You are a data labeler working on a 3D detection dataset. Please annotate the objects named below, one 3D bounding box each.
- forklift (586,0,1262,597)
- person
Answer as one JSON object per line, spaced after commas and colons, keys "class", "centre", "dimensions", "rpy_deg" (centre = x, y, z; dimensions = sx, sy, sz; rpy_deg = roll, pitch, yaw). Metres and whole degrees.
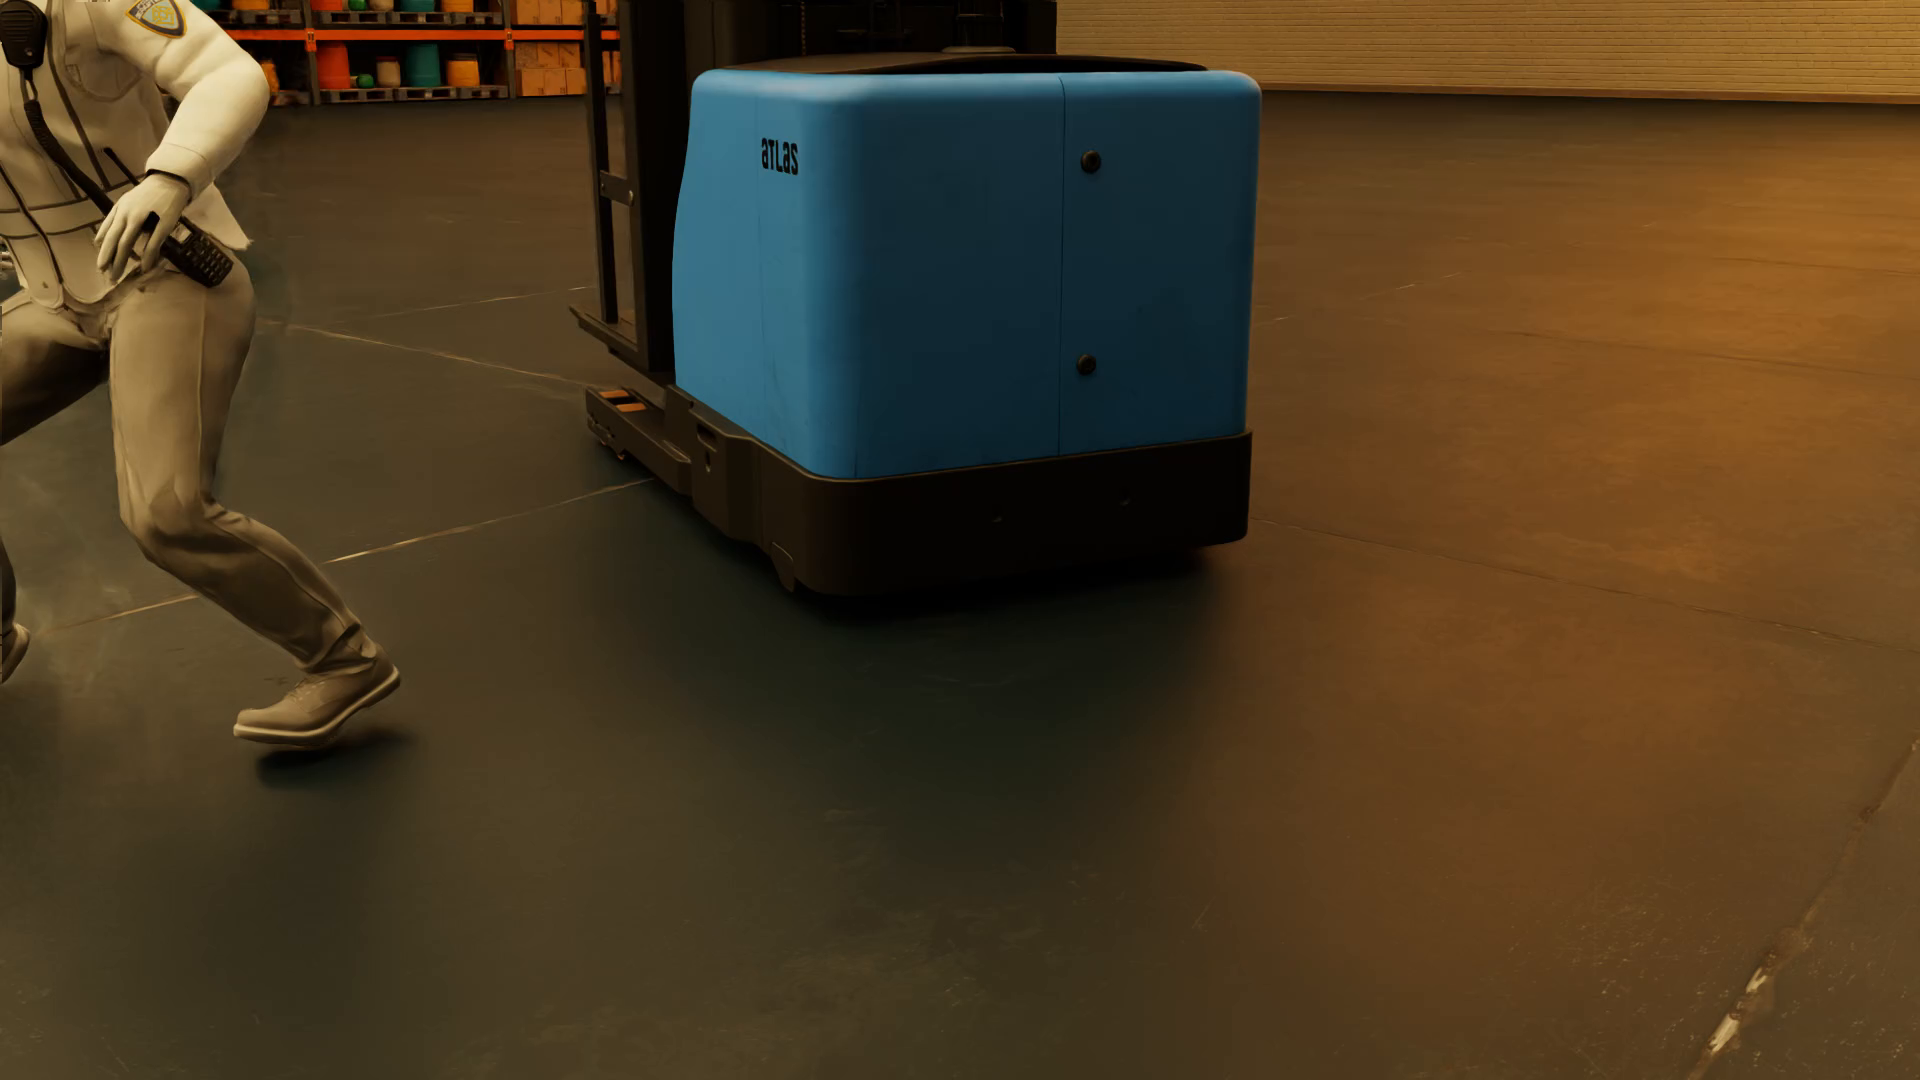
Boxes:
{"class": "forklift", "centre": [-0.205, -1.498, 3.939], "dimensions": [1.129, 2.867, 1.939], "rpy_deg": [-8, 19, -24]}
{"class": "person", "centre": [-1.442, -0.332, 2.684], "dimensions": [0.973, 1.576, 0.534], "rpy_deg": [8, 19, 24]}
